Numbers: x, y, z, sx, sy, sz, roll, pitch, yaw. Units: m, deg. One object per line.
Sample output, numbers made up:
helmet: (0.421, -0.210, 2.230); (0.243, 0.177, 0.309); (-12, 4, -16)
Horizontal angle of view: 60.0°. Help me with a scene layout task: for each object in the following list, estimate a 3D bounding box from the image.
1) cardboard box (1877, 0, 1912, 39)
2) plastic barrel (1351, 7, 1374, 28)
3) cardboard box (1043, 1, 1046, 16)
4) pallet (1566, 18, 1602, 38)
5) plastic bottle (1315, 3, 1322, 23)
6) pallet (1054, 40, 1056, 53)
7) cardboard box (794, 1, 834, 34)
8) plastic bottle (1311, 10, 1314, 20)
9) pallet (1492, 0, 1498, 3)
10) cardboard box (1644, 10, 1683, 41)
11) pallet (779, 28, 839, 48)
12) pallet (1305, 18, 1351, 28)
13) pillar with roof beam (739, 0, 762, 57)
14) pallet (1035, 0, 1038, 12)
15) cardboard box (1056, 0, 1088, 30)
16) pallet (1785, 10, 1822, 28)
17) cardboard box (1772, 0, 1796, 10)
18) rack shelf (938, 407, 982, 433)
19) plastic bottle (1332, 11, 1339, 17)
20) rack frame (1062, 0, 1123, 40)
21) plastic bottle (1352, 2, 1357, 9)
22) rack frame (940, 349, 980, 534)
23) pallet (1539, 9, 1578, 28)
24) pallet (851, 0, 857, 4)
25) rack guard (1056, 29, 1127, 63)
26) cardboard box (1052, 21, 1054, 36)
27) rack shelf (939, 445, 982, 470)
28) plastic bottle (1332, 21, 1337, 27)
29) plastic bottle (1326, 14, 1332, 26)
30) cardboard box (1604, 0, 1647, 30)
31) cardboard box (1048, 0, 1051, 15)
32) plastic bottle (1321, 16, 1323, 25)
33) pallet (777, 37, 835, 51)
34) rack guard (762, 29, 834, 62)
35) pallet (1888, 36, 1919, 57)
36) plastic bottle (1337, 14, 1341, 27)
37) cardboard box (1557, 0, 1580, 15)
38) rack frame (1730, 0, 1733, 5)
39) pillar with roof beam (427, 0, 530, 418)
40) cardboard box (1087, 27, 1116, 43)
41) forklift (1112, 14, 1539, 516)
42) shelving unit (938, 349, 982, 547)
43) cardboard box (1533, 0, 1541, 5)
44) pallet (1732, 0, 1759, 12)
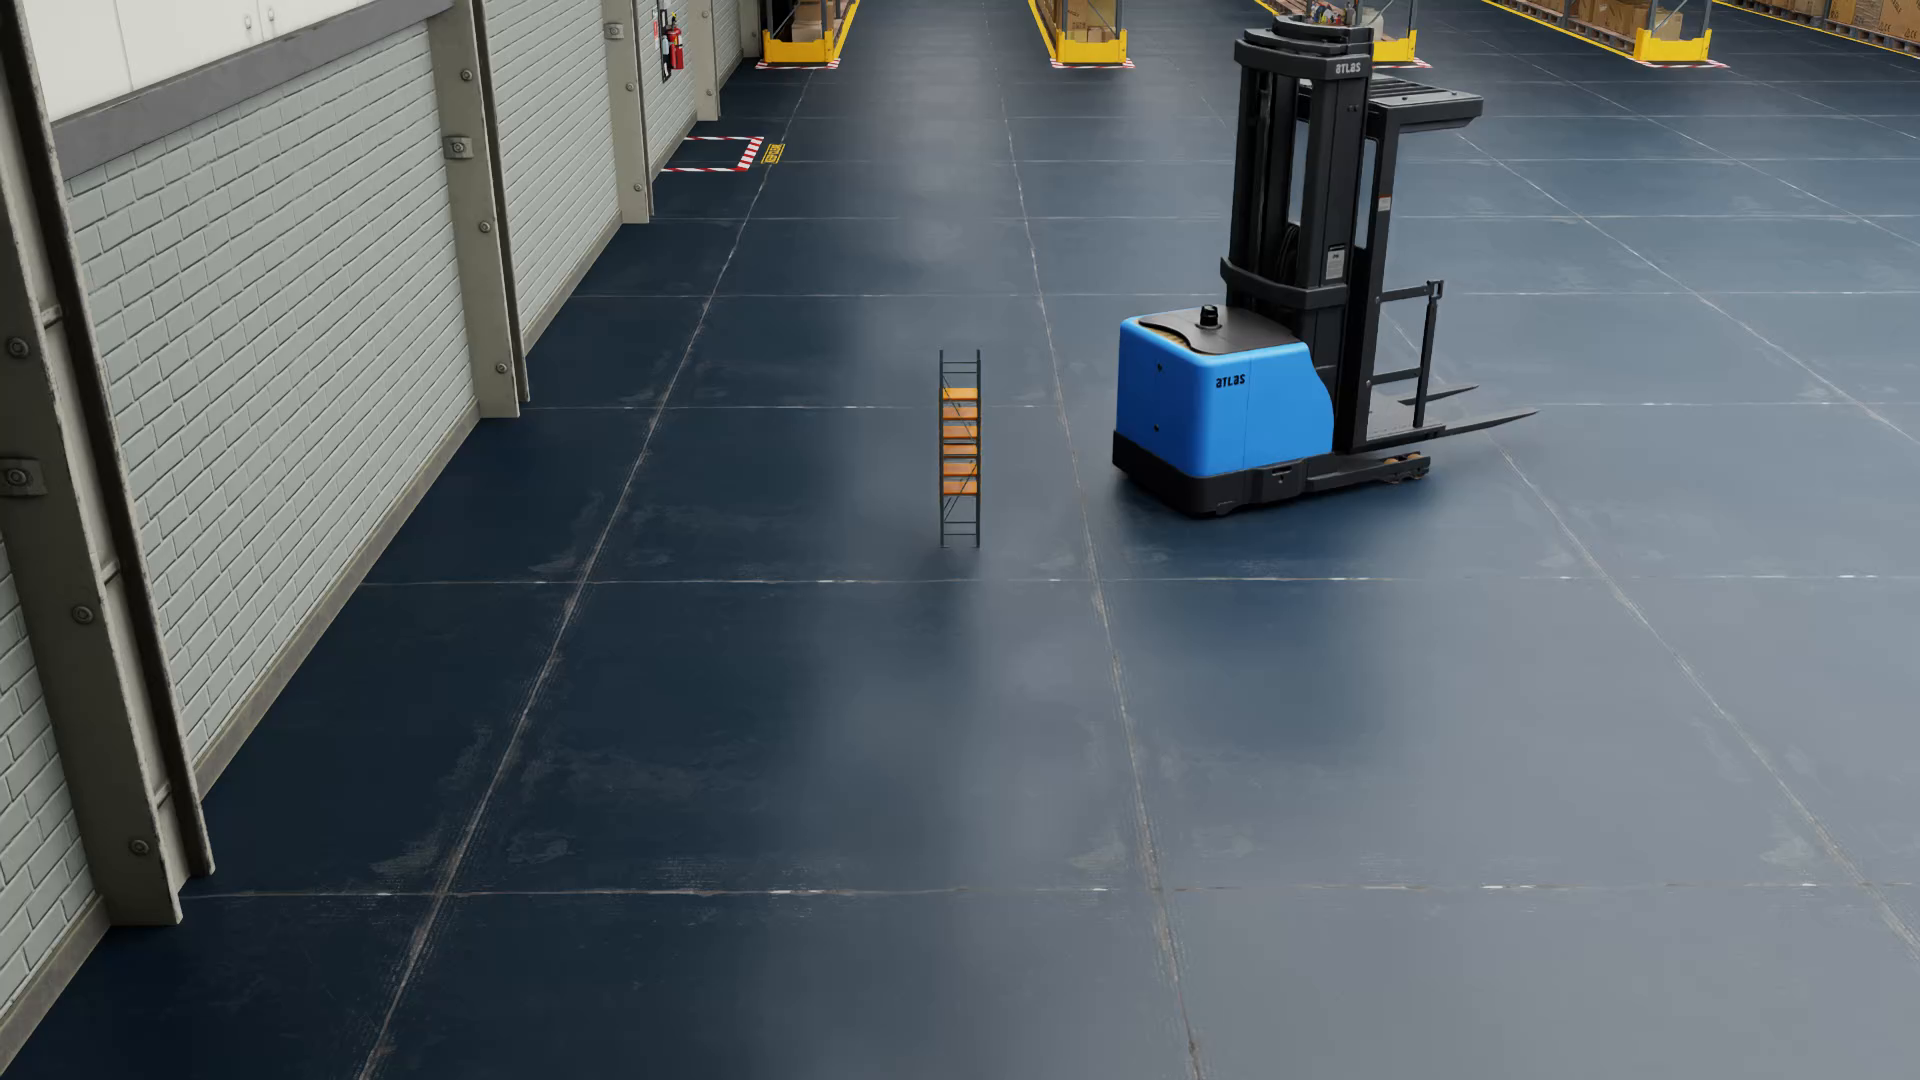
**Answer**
cardboard box: (16.999, -9.396, 29.453); (0.875, 0.875, 0.875); (-1, 24, -1)
plastic barrel: (7.081, -9.063, 29.159); (0.421, 0.512, 0.421); (0, 24, 0)
cardboard box: (1.879, -10.264, 32.130); (0.500, 0.250, 0.500); (0, 24, -1)
pallet: (12.122, -9.651, 31.334); (1.003, 0.211, 1.213); (0, 24, -1)
plastic bottle: (6.721, -9.835, 31.037); (0.144, 0.351, 0.185); (0, 24, 1)
pallet: (2.167, -8.552, 28.902); (1.003, 0.211, 1.213); (0, 24, -1)
cardboard box: (-2.618, -9.368, 29.822); (0.700, 0.500, 0.500); (-2, 24, -4)
plastic bottle: (6.693, -9.927, 31.420); (0.097, 0.201, 0.097); (0, 24, 0)
pallet: (12.103, -11.901, 36.308); (1.003, 0.211, 1.213); (0, 24, -1)
cardboard box: (12.133, -8.860, 28.724); (0.500, 0.500, 0.500); (4, 25, 9)
pallet: (-2.721, -9.081, 30.072); (1.003, 0.211, 1.213); (0, 24, -1)
pallet: (7.093, -9.629, 31.284); (1.003, 0.211, 1.213); (0, 24, -1)
pillar with roof beam: (0.696, -12.521, 27.014); (9.100, 9.000, 0.400); (0, 24, -1)
pallet: (2.100, -11.194, 34.744); (1.003, 0.211, 1.213); (0, 24, -1)
cardboard box: (1.914, -9.007, 28.442); (0.500, 0.500, 0.500); (0, 24, -1)
pallet: (16.957, -10.226, 32.605); (1.003, 0.211, 1.213); (0, 24, -1)
cardboard box: (16.937, -10.998, 33.148); (1.050, 0.750, 0.750); (0, 24, -1)
rack shelf: (0.000, -0.719, 9.909); (0.258, 0.103, 0.180); (0, 24, -1)
plastic bottle: (6.875, -9.559, 30.517); (0.152, 0.276, 0.135); (0, 24, -1)
rack frame: (2.217, -9.507, 27.631); (1.000, 3.000, 0.127); (0, 24, -1)
plastic bottle: (7.422, -9.906, 31.193); (0.144, 0.351, 0.185); (-1, 24, -2)
rack frame: (-0.001, -0.578, 10.073); (0.240, 1.200, 0.006); (0, 24, -1)
pallet: (12.070, -10.249, 32.654); (1.003, 0.211, 1.213); (0, 24, -1)
pallet: (-2.756, -11.835, 36.161); (1.003, 0.211, 1.213); (0, 24, -1)
rack guard: (2.218, -8.358, 28.124); (1.175, 0.500, 0.348); (0, 24, -1)
cardboard box: (1.891, -9.077, 29.508); (0.500, 0.250, 0.500); (0, 24, -1)
rack shelf: (0.000, -0.500, 10.008); (0.258, 0.103, 0.180); (0, 24, -1)
plastic bottle: (6.712, -9.208, 29.832); (0.097, 0.201, 0.097); (0, 24, 0)
plastic bottle: (6.735, -9.403, 30.173); (0.152, 0.276, 0.135); (-1, 24, -2)
cardboard box: (12.143, -9.594, 30.348); (0.500, 0.500, 0.500); (-2, 24, -5)
cardboard box: (1.877, -9.831, 30.264); (0.500, 0.500, 0.500); (0, 24, -1)
plastic bottle: (6.703, -9.573, 30.638); (0.097, 0.201, 0.097); (0, 24, 0)
pallet: (-2.710, -8.579, 28.963); (1.003, 0.211, 1.213); (0, 24, -1)
rack guard: (-2.737, -8.376, 28.163); (1.175, 0.500, 0.348); (0, 24, -1)
pallet: (16.997, -8.589, 28.986); (1.003, 0.211, 1.213); (0, 24, -1)
plastic bottle: (6.843, -9.350, 30.046); (0.061, 0.283, 0.133); (0, 24, -1)
cardboard box: (12.094, -10.513, 32.355); (0.700, 0.500, 0.500); (-2, 24, -5)
rack frame: (16.997, -12.827, 34.972); (1.000, 3.000, 0.127); (0, 24, -1)
pillar with roof beam: (0.893, -5.104, 10.614); (9.100, 9.000, 0.400); (0, 24, -1)
cardboard box: (2.434, -8.668, 28.602); (0.500, 0.250, 0.500); (0, 24, -1)
forklift: (2.582, -1.892, 10.876); (3.031, 2.935, 1.130); (-11, 27, -24)
shelving unit: (0.000, -0.541, 9.990); (0.258, 1.200, 0.189); (0, 24, -1)
cardboard box: (12.095, -11.170, 33.807); (0.700, 0.500, 0.500); (2, 24, 4)
pallet: (16.930, -11.232, 34.828); (1.003, 0.211, 1.213); (0, 24, -1)
